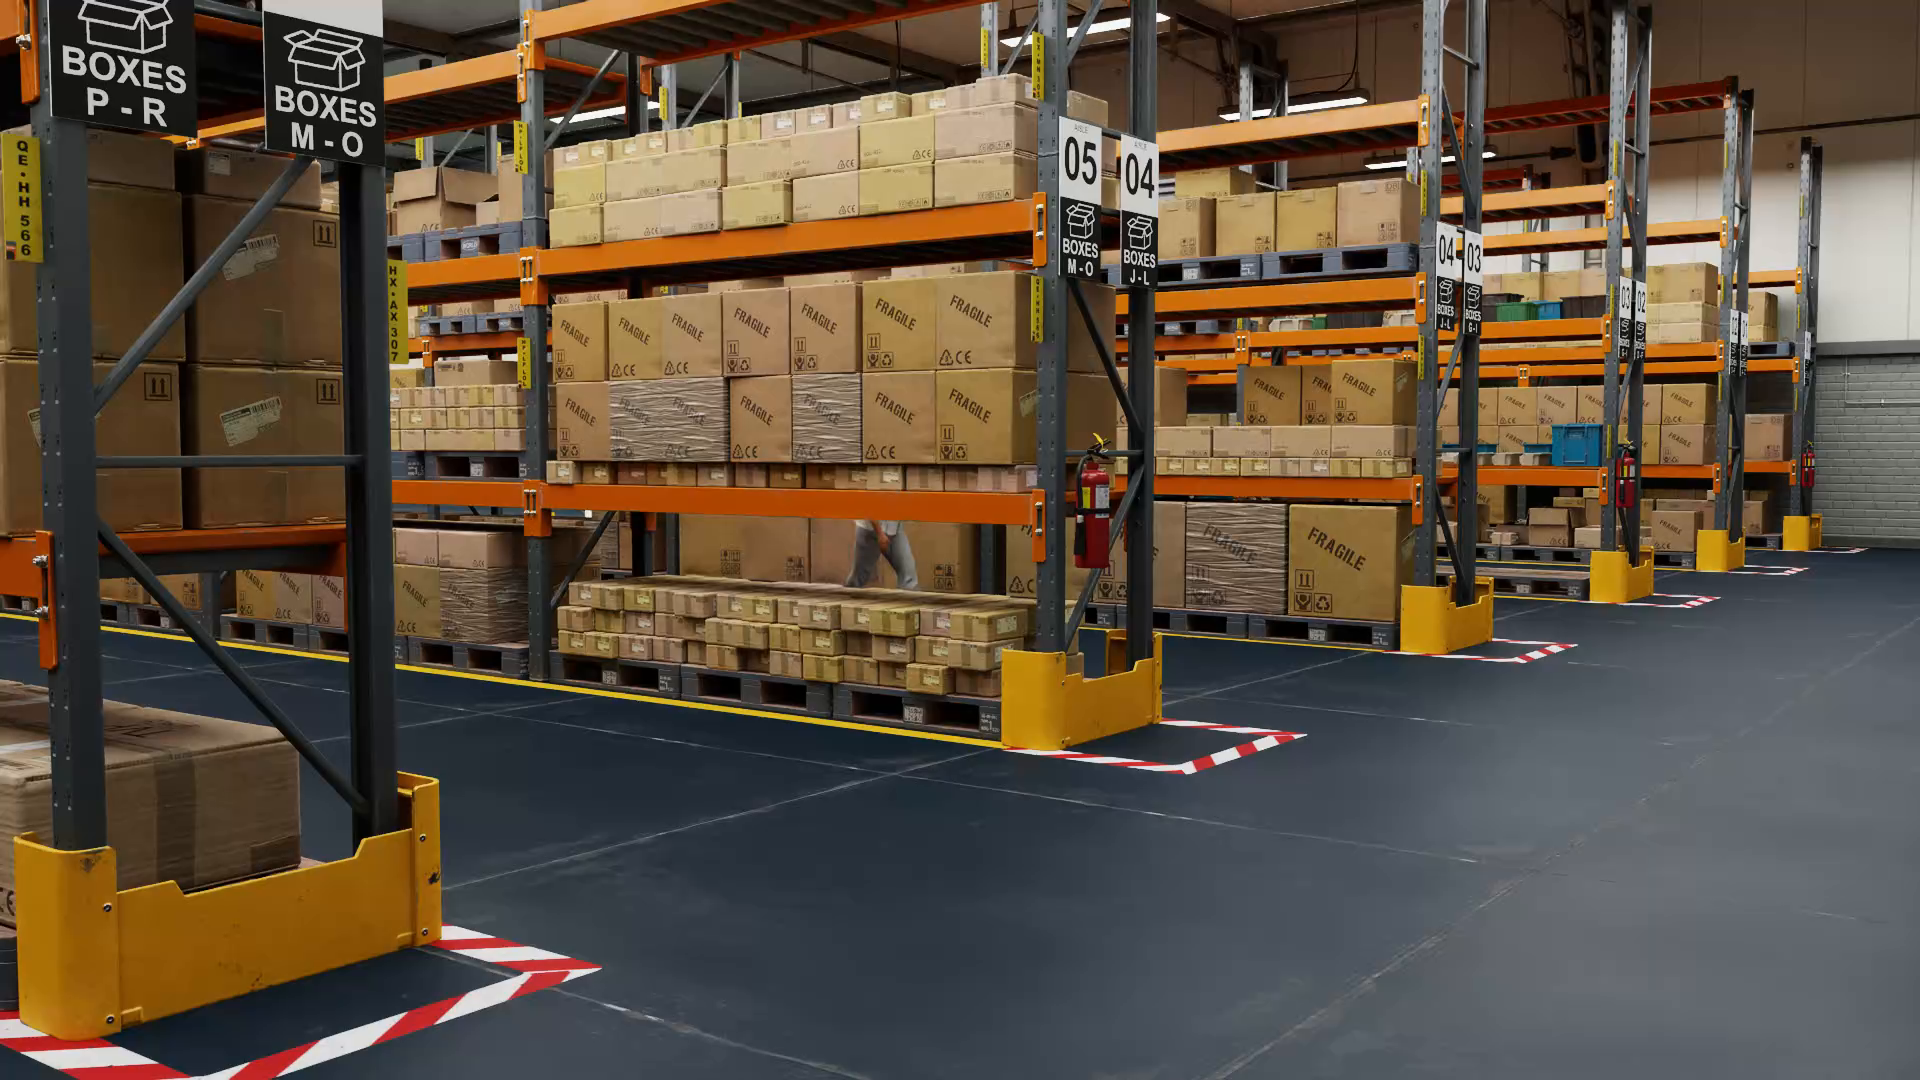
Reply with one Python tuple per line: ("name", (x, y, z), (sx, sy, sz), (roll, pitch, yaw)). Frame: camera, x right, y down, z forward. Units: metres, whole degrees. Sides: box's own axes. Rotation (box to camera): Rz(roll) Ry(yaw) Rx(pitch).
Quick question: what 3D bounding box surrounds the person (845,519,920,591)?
("person", (-0.610, -0.073, 13.838), (0.963, 1.598, 0.506), (2, 4, 34))
